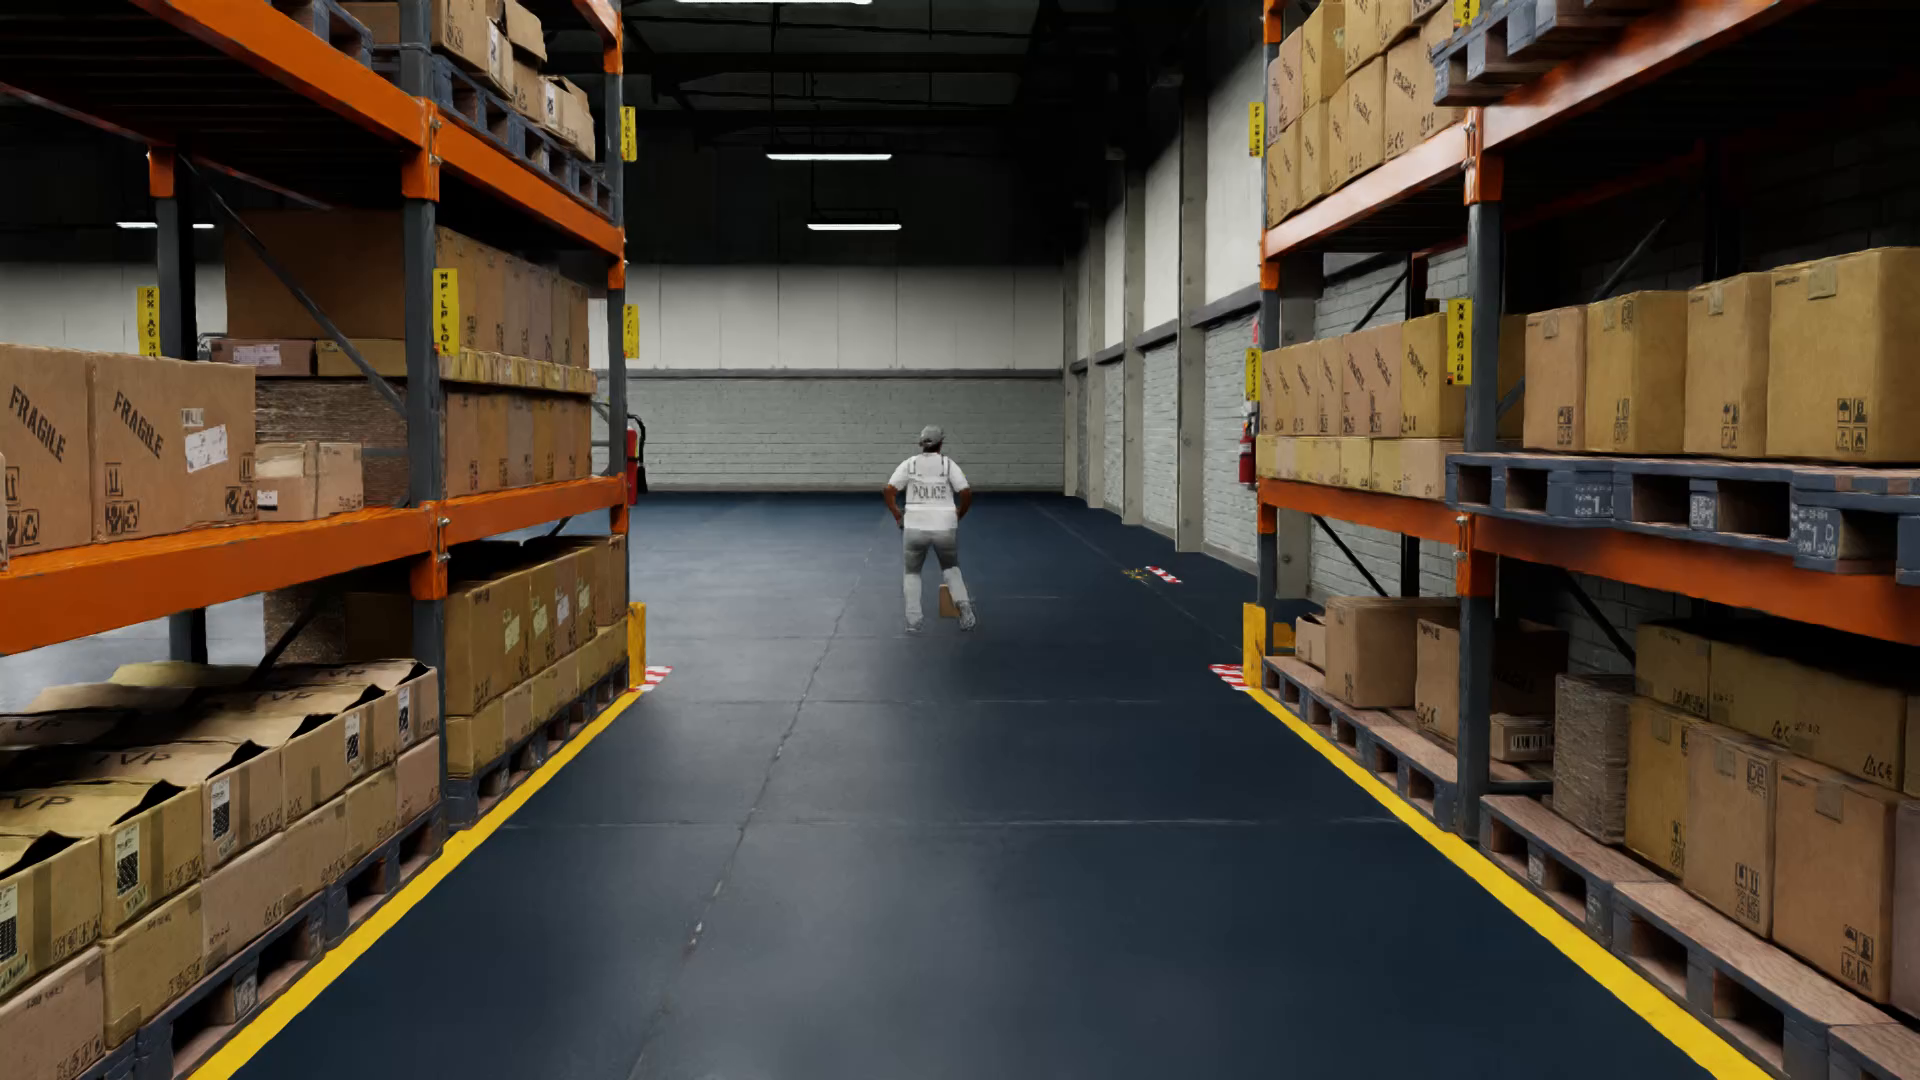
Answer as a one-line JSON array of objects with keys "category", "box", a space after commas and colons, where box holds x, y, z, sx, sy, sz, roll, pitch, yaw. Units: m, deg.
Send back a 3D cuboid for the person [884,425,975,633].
[{"category": "person", "box": [-0.243, -0.079, 12.943, 0.708, 1.636, 0.477, 0, 4, -5]}]
